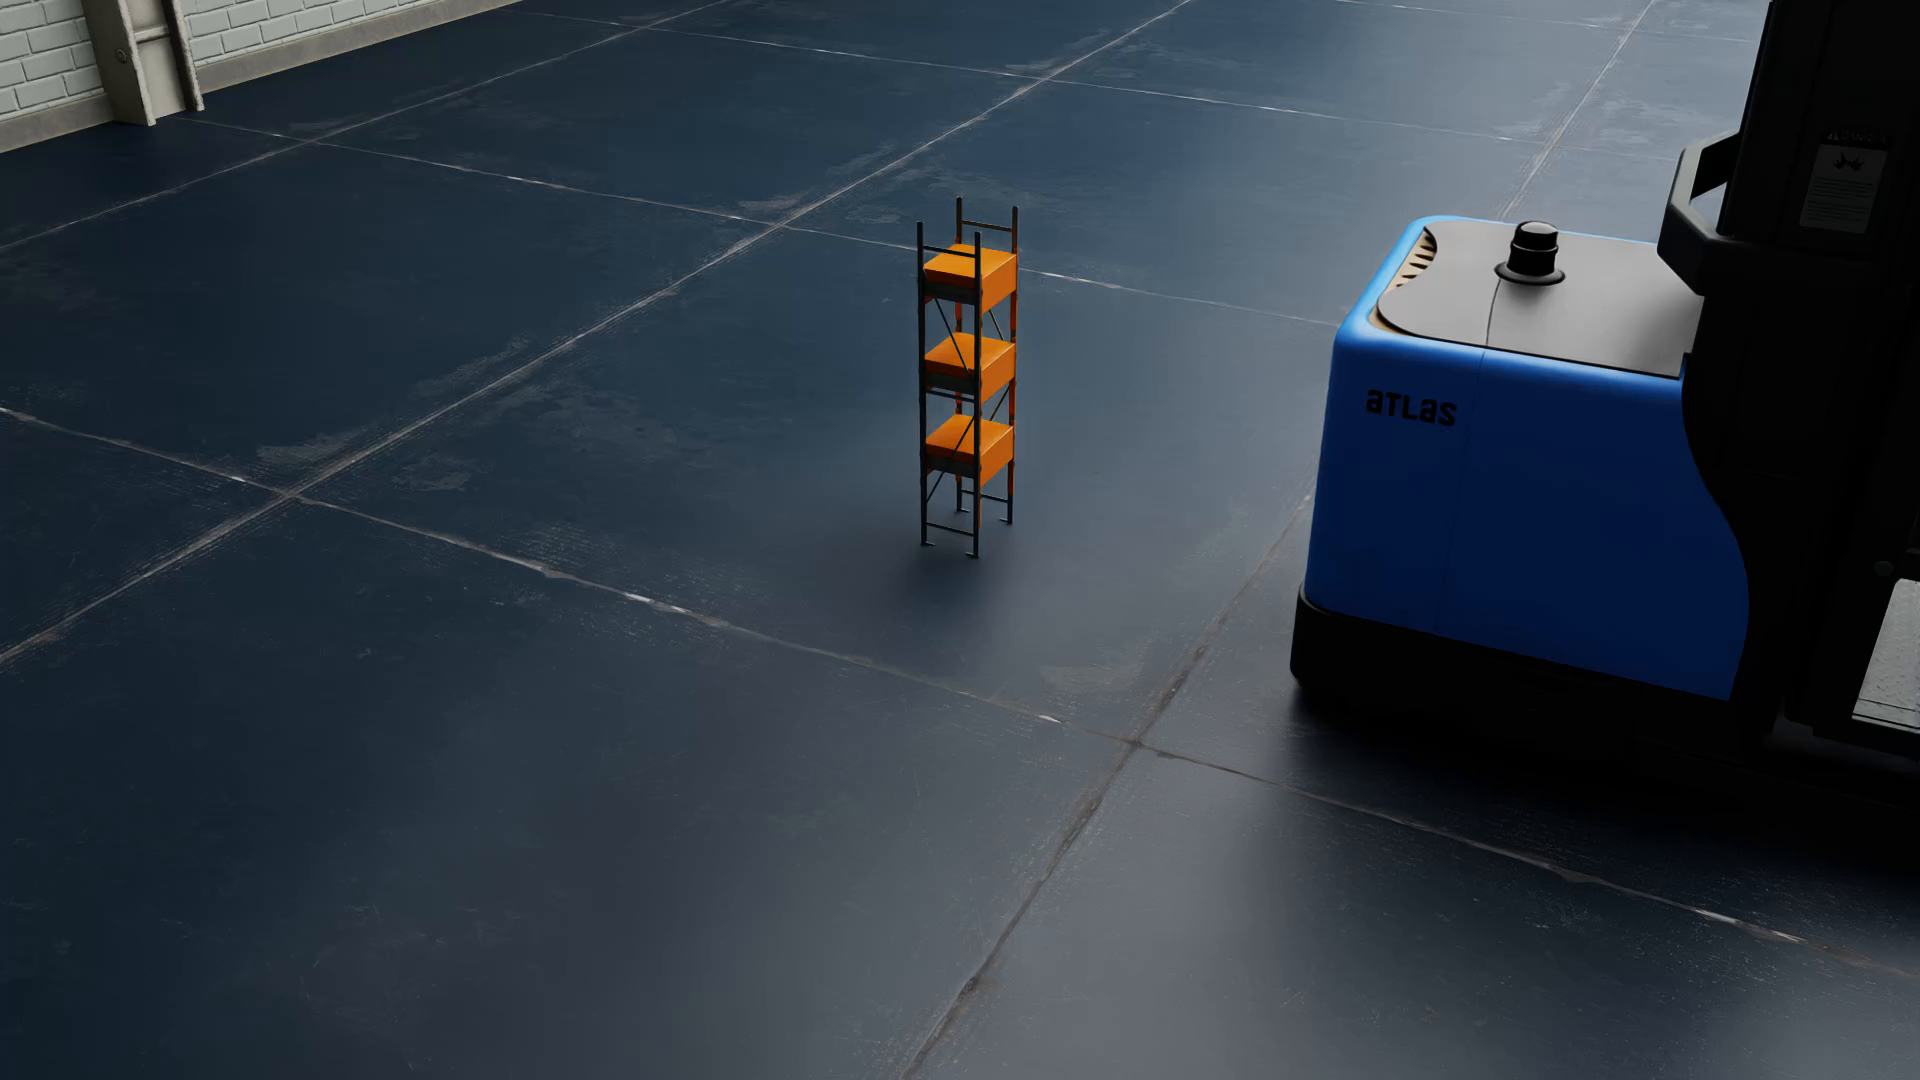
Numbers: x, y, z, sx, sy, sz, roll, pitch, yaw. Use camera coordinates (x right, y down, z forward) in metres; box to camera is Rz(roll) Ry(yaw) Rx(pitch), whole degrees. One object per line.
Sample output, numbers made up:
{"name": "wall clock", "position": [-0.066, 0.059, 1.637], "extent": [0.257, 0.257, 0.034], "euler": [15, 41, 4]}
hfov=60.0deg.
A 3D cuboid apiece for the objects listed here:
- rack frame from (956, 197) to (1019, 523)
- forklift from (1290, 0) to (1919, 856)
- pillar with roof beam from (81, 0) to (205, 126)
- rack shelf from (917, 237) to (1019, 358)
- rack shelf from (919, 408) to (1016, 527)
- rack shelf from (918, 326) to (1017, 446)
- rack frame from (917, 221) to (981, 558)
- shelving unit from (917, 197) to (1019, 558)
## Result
{"name": "rack frame", "position": [0.080, -0.533, 5.124], "extent": [0.200, 1.050, 0.008], "euler": [14, 33, 23]}
{"name": "forklift", "position": [2.453, -0.753, 3.619], "extent": [3.031, 2.935, 1.130], "euler": [13, 32, 21]}
{"name": "pillar with roof beam", "position": [-0.737, -5.355, 5.538], "extent": [9.100, 9.000, 0.400], "euler": [14, 33, 23]}
{"name": "rack shelf", "position": [0.024, -0.716, 4.894], "extent": [0.215, 0.259, 0.240], "euler": [14, 33, 23]}
{"name": "rack shelf", "position": [0.024, -0.229, 5.174], "extent": [0.215, 0.259, 0.240], "euler": [14, 33, 23]}
{"name": "rack shelf", "position": [0.024, -0.470, 5.035], "extent": [0.215, 0.259, 0.240], "euler": [14, 33, 23]}
{"name": "rack frame", "position": [-0.031, -0.425, 4.936], "extent": [0.200, 1.050, 0.008], "euler": [14, 33, 23]}
{"name": "shelving unit", "position": [0.024, -0.479, 5.030], "extent": [0.215, 1.050, 0.252], "euler": [14, 33, 23]}
